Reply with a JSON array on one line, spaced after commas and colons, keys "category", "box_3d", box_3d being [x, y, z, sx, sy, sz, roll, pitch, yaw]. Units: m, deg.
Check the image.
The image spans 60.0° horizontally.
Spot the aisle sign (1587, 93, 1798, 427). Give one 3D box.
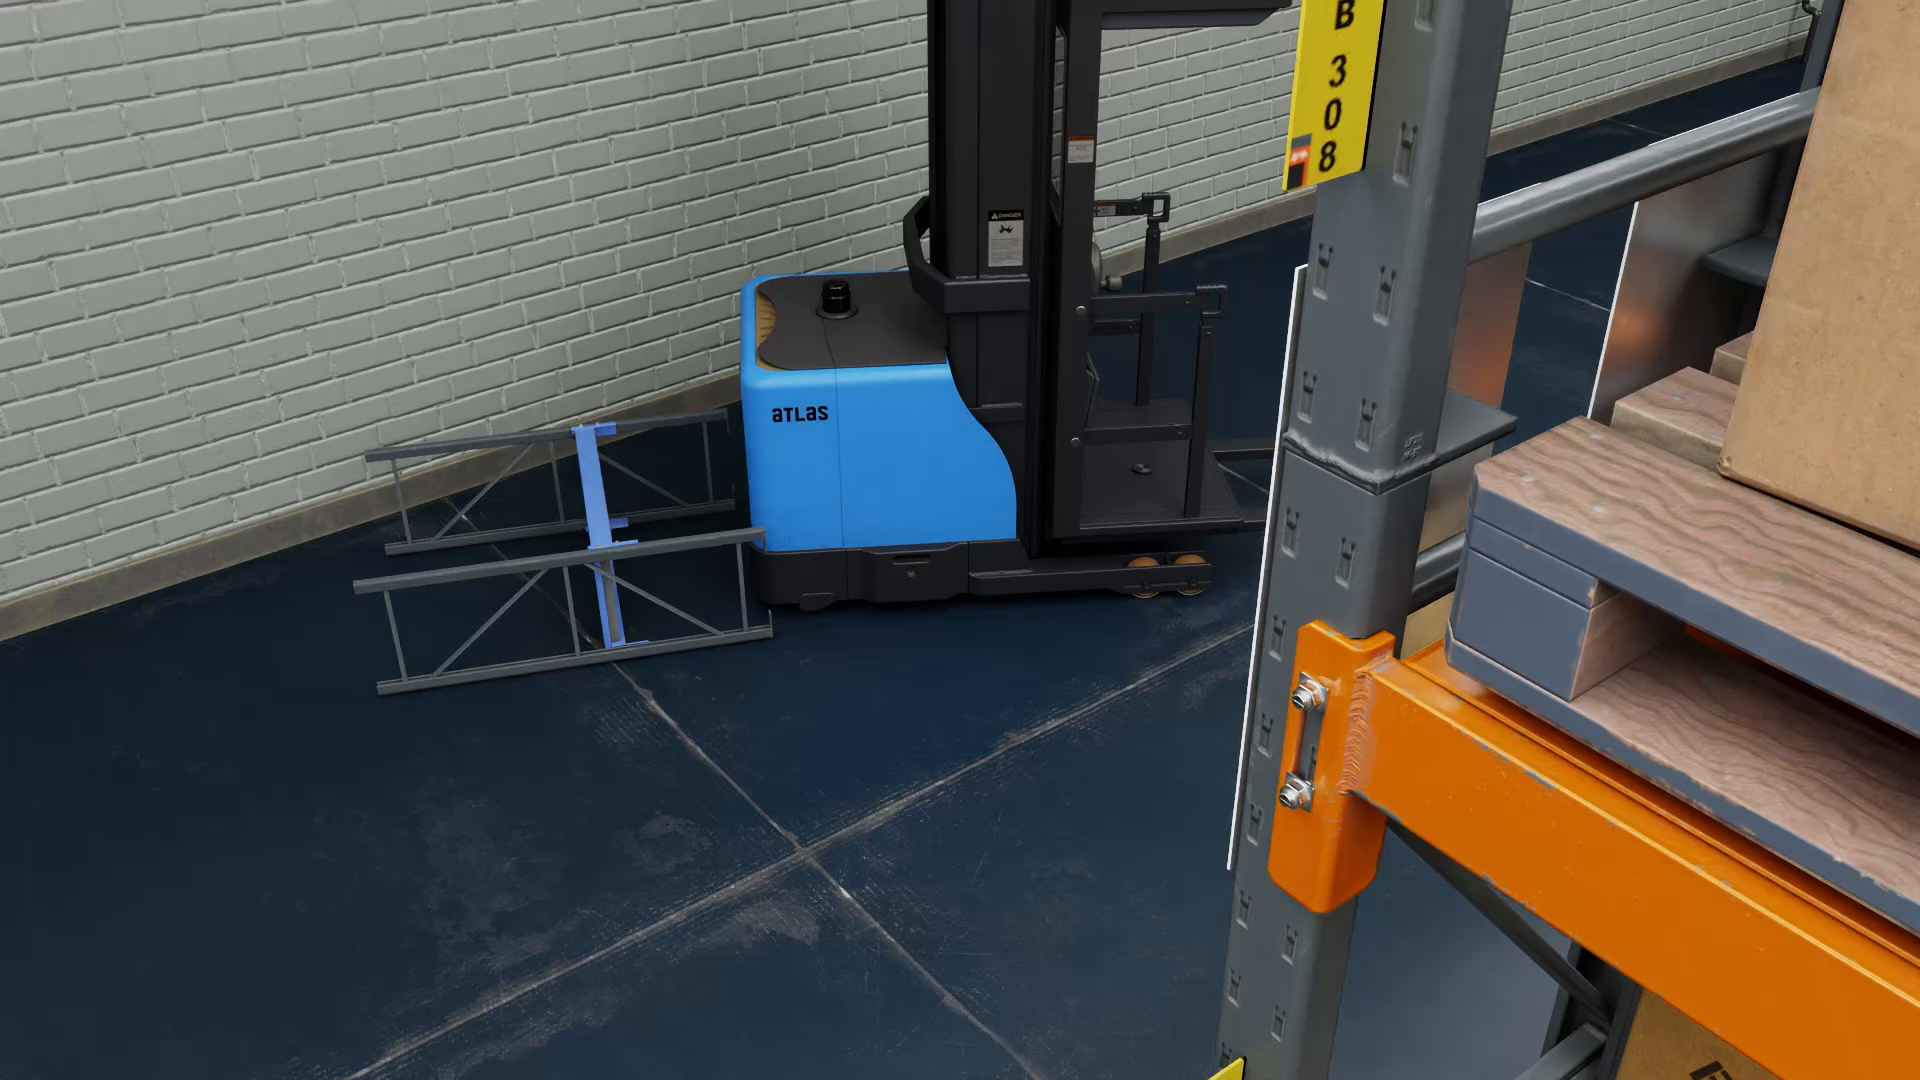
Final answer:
[{"category": "aisle sign", "box_3d": [0.958, -0.188, 2.246, 0.394, 0.787, 0.004, -22, 38, -31]}]

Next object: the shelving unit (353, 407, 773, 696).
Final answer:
[{"category": "shelving unit", "box_3d": [-1.600, 0.007, 6.728, 1.500, 0.538, 1.048, -8, 33, -12]}]

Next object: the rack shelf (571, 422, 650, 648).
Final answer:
[{"category": "rack shelf", "box_3d": [-1.426, -0.017, 6.767, 0.185, 0.538, 1.000, -8, 33, -12]}]

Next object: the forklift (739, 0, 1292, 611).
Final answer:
[{"category": "forklift", "box_3d": [0.619, -1.281, 6.534, 3.031, 2.935, 1.130, -3, 32, -5]}]

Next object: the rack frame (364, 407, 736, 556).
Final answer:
[{"category": "rack frame", "box_3d": [-1.729, -0.252, 7.146, 1.500, 0.500, 0.032, -8, 33, -12]}]

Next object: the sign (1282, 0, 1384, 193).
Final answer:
[{"category": "sign", "box_3d": [0.323, -0.459, 1.400, 0.100, 0.325, 0.005, -22, 38, -31]}]

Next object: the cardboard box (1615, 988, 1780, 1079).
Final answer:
[{"category": "cardboard box", "box_3d": [1.272, 0.780, 2.301, 0.500, 0.500, 0.500, -22, 38, -31]}]

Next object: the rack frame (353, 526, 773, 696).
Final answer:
[{"category": "rack frame", "box_3d": [-1.470, 0.266, 6.311, 1.500, 0.500, 0.032, -8, 33, -12]}]

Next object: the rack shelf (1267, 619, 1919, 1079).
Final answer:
[{"category": "rack shelf", "box_3d": [1.992, 0.908, 0.784, 1.077, 0.370, 4.000, -22, 38, -31]}]

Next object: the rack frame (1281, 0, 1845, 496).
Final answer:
[{"category": "rack frame", "box_3d": [0.766, -1.505, 1.145, 1.000, 3.000, 0.127, -22, 38, -31]}]

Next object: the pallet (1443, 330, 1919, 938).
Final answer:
[{"category": "pallet", "box_3d": [1.229, 0.112, 1.467, 1.003, 0.211, 1.213, -22, 38, -31]}]

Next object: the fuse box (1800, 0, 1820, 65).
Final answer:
[{"category": "fuse box", "box_3d": [6.866, -4.577, 12.998, 0.539, 1.711, 0.414, -22, 38, -31]}]

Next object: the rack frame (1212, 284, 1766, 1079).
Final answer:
[{"category": "rack frame", "box_3d": [0.766, 1.043, 2.728, 1.000, 3.000, 0.127, -22, 38, -31]}]

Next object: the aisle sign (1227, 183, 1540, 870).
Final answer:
[{"category": "aisle sign", "box_3d": [0.484, 0.006, 1.934, 0.394, 0.787, 0.004, -22, 38, -31]}]

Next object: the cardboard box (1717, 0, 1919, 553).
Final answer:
[{"category": "cardboard box", "box_3d": [1.127, -0.295, 1.452, 0.700, 0.500, 0.500, -25, 40, -34]}]

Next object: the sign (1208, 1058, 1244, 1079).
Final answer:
[{"category": "sign", "box_3d": [0.323, 0.819, 2.193, 0.100, 0.325, 0.005, -22, 38, -31]}]
